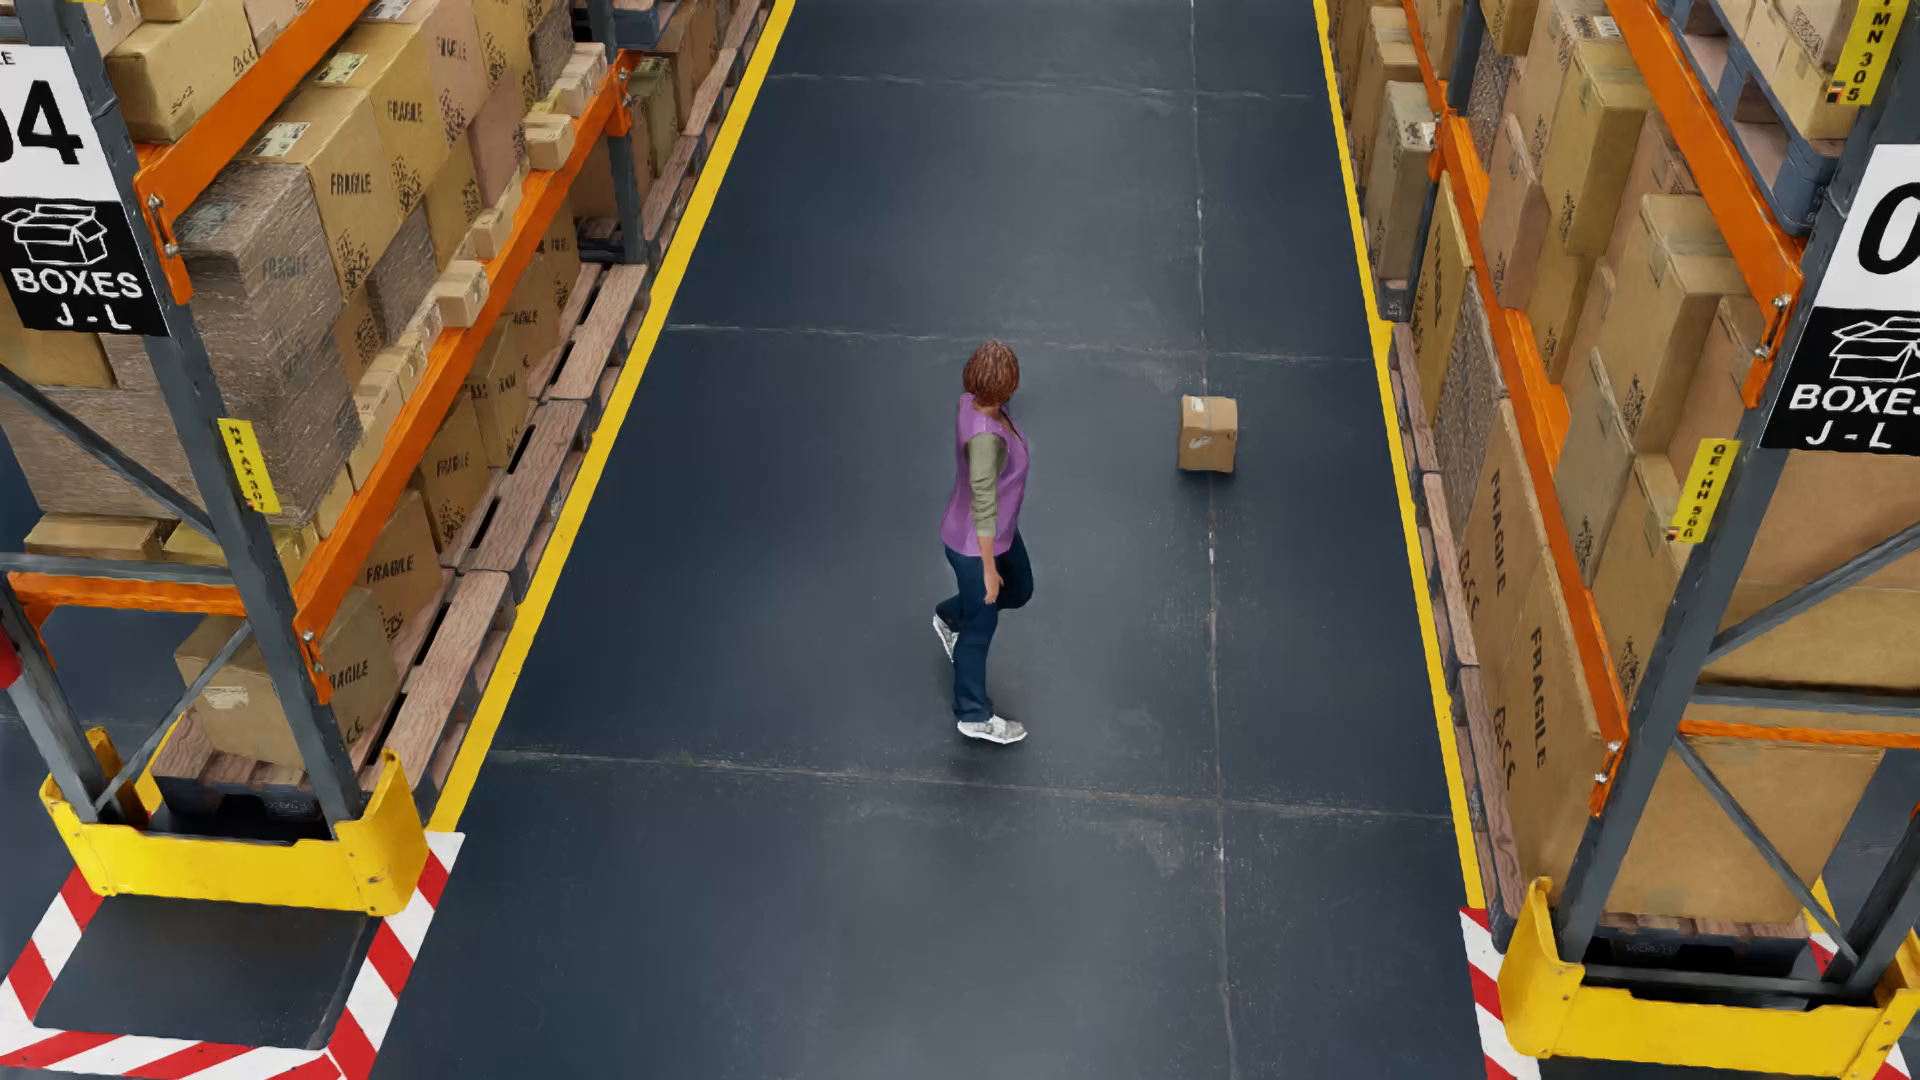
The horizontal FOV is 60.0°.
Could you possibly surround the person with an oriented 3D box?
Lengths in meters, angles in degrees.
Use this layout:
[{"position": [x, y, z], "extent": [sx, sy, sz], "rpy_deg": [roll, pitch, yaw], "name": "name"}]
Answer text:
[{"position": [0.079, 0.014, 6.174], "extent": [0.436, 1.559, 0.534], "rpy_deg": [4, 41, 4], "name": "person"}]
